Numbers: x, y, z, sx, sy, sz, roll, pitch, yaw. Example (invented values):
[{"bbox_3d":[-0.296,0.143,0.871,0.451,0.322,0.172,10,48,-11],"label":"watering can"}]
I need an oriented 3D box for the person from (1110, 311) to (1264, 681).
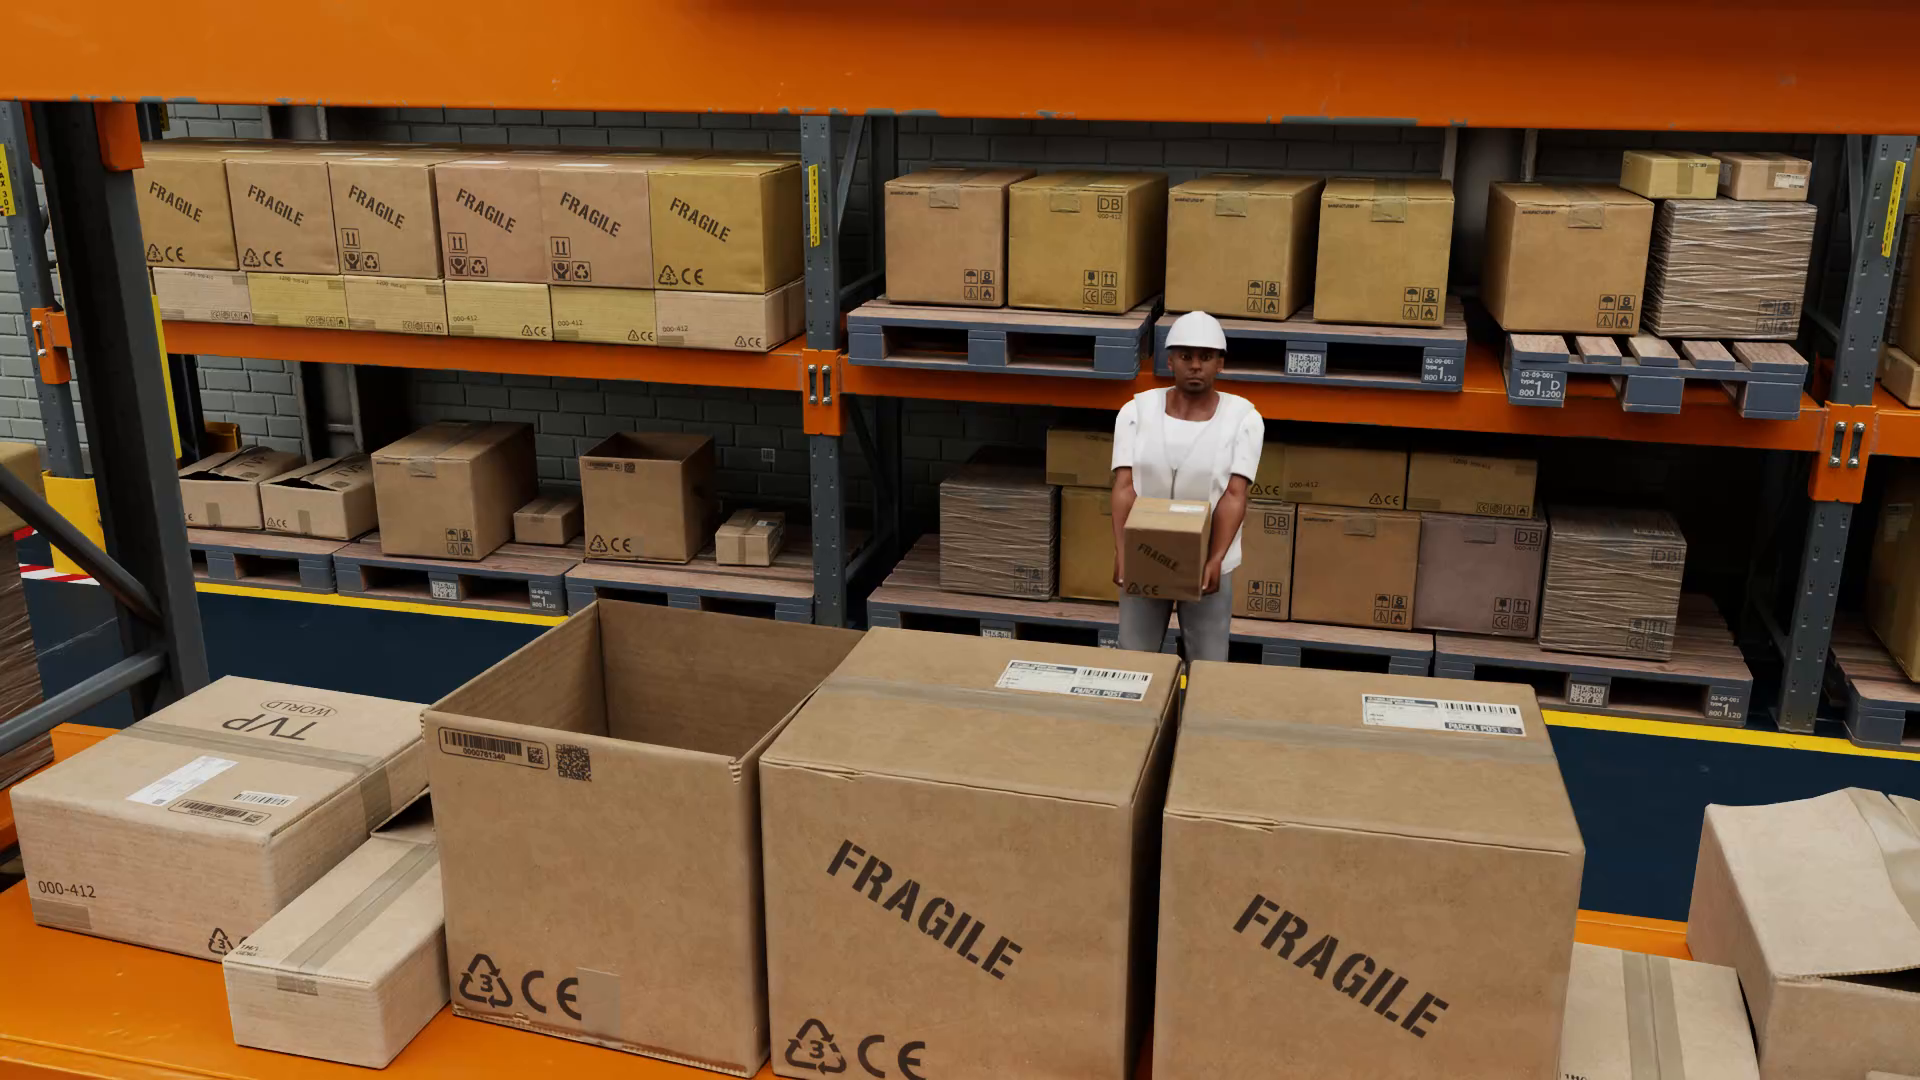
[{"bbox_3d":[0.741,0.121,5.664,0.503,1.758,0.577,5,19,14],"label":"person"}]
